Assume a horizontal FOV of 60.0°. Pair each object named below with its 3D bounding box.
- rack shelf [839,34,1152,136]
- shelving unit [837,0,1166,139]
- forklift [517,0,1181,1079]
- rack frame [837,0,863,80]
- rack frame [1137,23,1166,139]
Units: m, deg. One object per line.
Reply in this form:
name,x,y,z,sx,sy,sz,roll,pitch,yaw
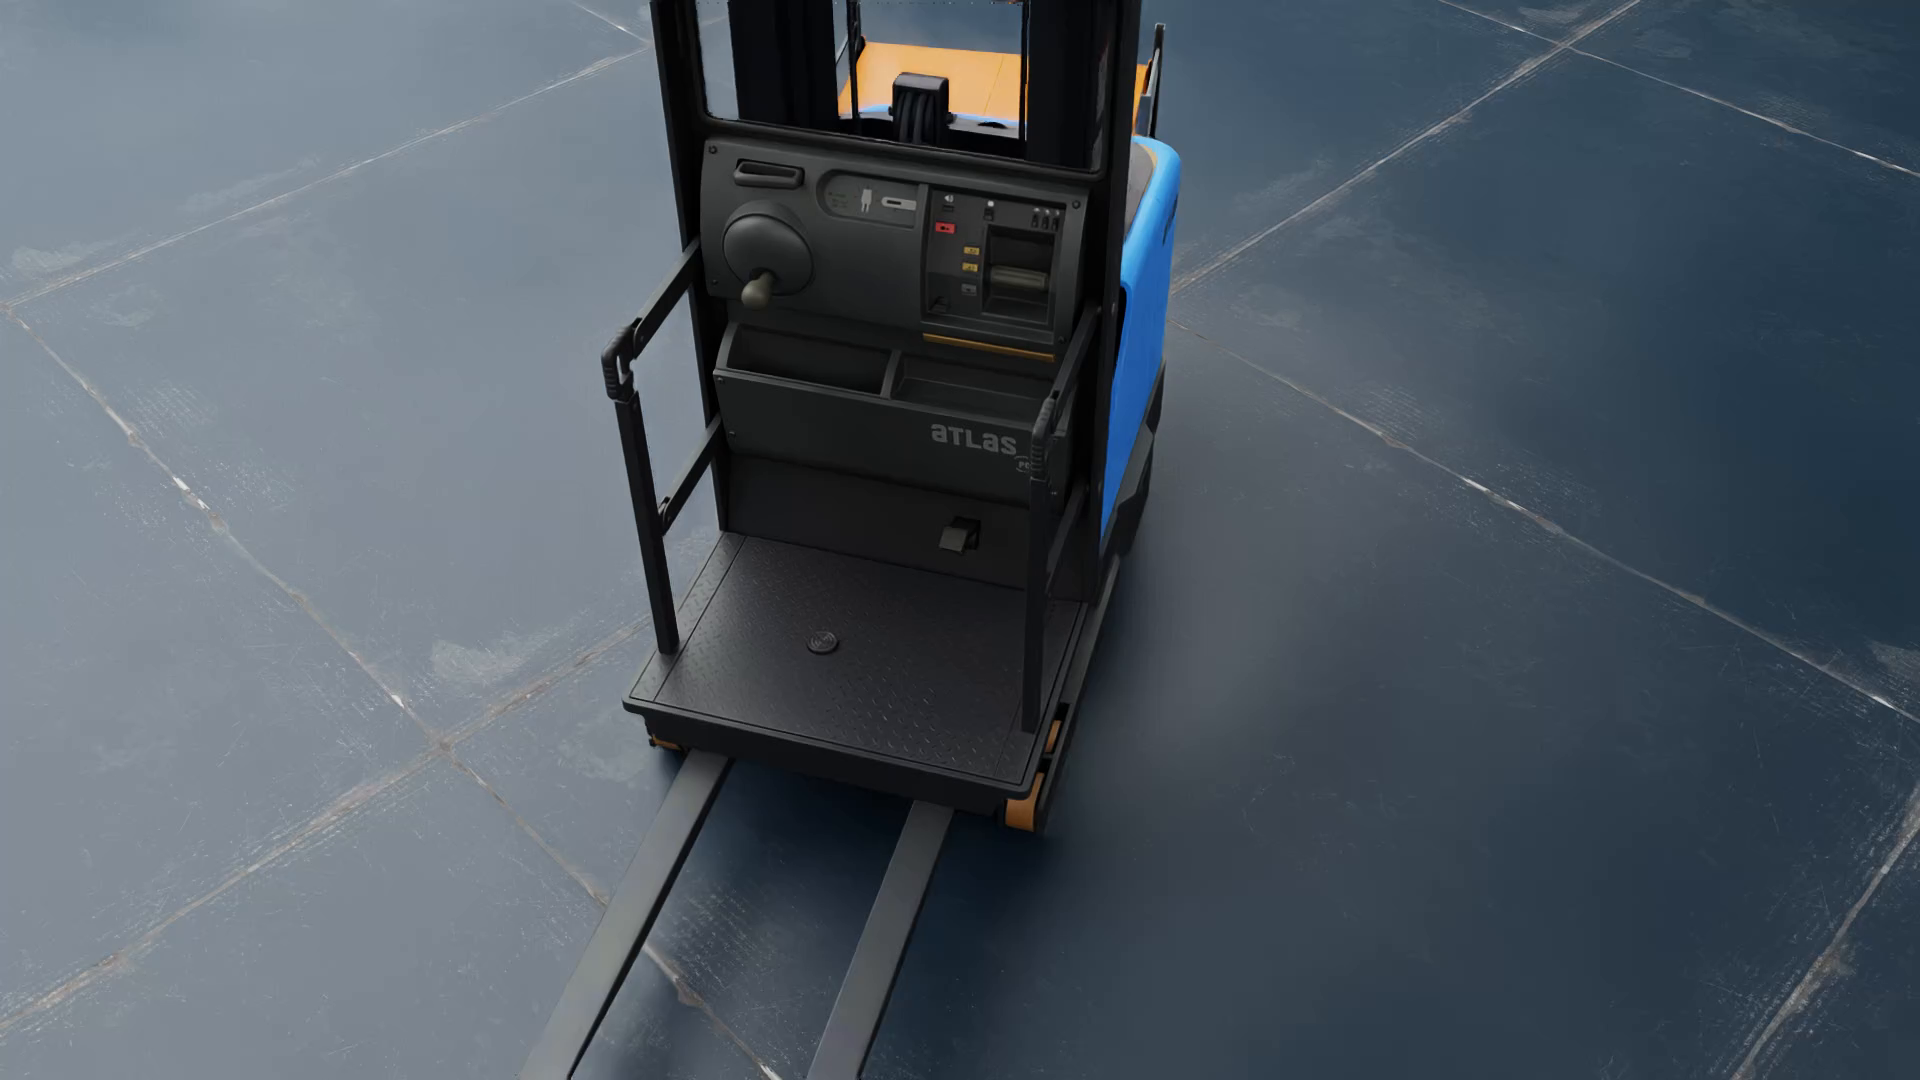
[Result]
rack shelf,0.109,-1.380,5.483,1.000,0.278,0.538,7,43,8
shelving unit,0.109,-1.165,5.682,1.048,1.125,0.538,7,43,8
forklift,-0.224,-0.609,3.749,1.130,2.935,3.031,11,44,12
rack frame,-0.391,-1.228,5.750,0.032,1.125,0.500,7,43,8
rack frame,0.608,-1.102,5.613,0.032,1.125,0.500,7,43,8
